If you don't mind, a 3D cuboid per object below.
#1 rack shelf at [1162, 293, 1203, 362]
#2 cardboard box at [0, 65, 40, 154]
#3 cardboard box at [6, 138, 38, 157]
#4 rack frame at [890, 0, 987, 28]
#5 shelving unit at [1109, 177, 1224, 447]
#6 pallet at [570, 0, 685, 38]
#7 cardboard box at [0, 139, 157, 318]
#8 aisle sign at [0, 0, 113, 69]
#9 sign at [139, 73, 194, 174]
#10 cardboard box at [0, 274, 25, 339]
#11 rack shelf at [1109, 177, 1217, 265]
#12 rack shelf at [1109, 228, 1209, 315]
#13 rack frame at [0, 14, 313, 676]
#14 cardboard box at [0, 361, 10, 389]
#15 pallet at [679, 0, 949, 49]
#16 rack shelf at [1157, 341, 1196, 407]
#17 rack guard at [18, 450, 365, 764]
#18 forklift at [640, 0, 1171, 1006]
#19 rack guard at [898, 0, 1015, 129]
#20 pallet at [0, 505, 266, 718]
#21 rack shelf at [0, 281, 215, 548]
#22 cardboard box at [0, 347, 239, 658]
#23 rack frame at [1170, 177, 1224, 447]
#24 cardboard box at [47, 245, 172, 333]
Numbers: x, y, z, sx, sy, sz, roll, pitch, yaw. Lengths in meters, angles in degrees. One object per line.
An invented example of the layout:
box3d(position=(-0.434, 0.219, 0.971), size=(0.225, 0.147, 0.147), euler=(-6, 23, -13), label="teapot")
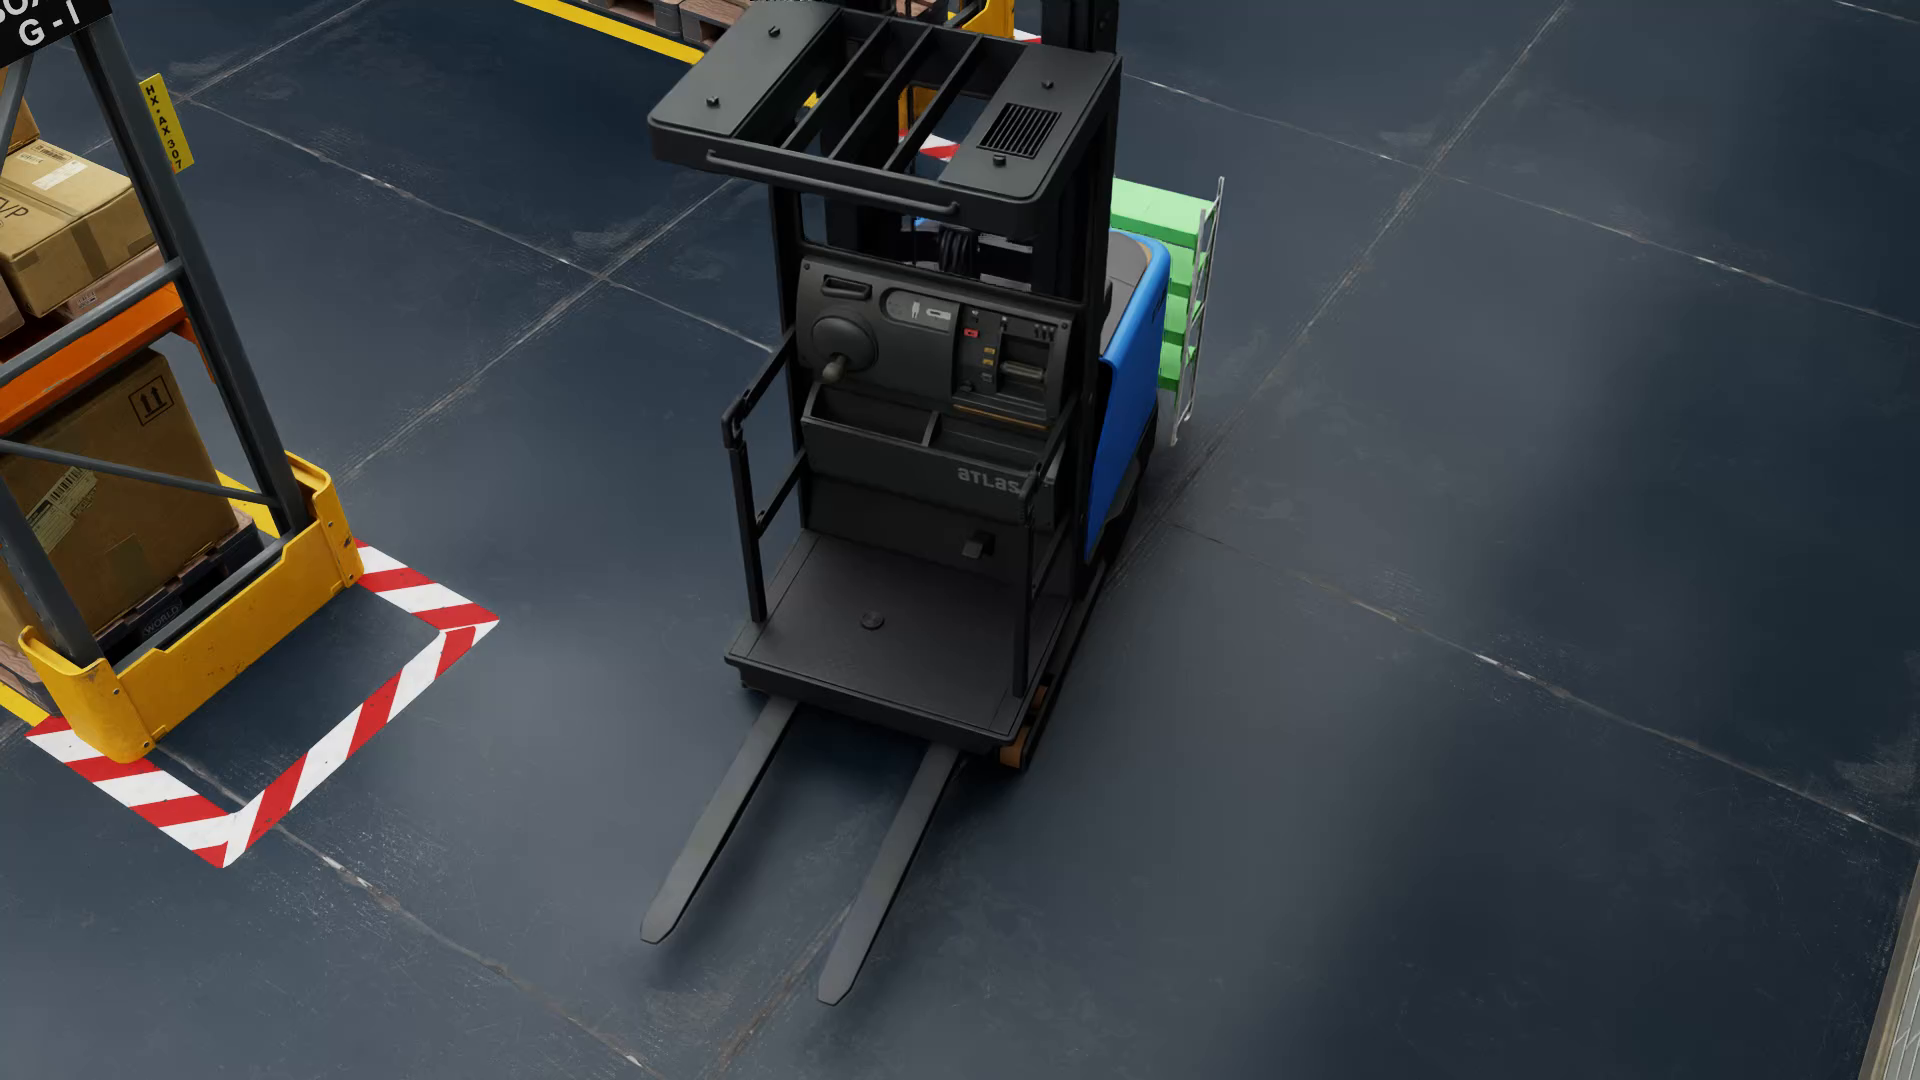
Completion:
box3d(position=(0.741, -0.931, 6.904), size=(0.480, 0.148, 0.258), euler=(18, 48, 17), label="rack shelf")
box3d(position=(-3.508, -1.507, 5.497), size=(0.500, 0.500, 0.500), euler=(24, 50, 21), label="cardboard box")
box3d(position=(-3.528, -1.250, 5.770), size=(0.500, 0.250, 0.500), euler=(24, 51, 22), label="cardboard box")
box3d(position=(-0.155, -3.642, 8.198), size=(0.127, 3.000, 1.000), euler=(25, 51, 22), label="rack frame")
box3d(position=(0.741, -0.976, 6.859), size=(0.503, 1.200, 0.258), euler=(18, 48, 17), label="shelving unit")
box3d(position=(-1.851, -3.486, 9.990), size=(1.213, 0.211, 1.003), euler=(25, 51, 22), label="pallet")
box3d(position=(-3.087, -1.052, 5.578), size=(0.500, 0.250, 0.500), euler=(23, 50, 21), label="cardboard box")
box3d(position=(-2.606, -1.711, 4.509), size=(0.004, 0.787, 0.394), euler=(25, 51, 22), label="aisle sign")
box3d(position=(-2.524, -1.314, 5.277), size=(0.005, 0.325, 0.100), euler=(25, 51, 22), label="sign")
box3d(position=(-3.380, -0.731, 5.266), size=(0.500, 0.250, 0.500), euler=(24, 50, 22), label="cardboard box")
box3d(position=(0.744, -1.270, 6.565), size=(0.480, 0.148, 0.258), euler=(18, 48, 17), label="rack shelf")
box3d(position=(0.743, -1.101, 6.734), size=(0.480, 0.148, 0.258), euler=(18, 48, 17), label="rack shelf")
box3d(position=(-2.829, -0.652, 5.292), size=(0.127, 3.000, 1.000), euler=(25, 51, 22), label="rack frame")
box3d(position=(-3.307, -0.504, 5.323), size=(0.250, 0.149, 0.380), euler=(26, 51, 23), label="cardboard box")
box3d(position=(-0.828, -3.013, 9.531), size=(1.213, 0.211, 1.003), euler=(25, 51, 22), label="pallet")
box3d(position=(0.739, -0.761, 7.073), size=(0.480, 0.148, 0.258), euler=(18, 48, 17), label="rack shelf")
box3d(position=(-2.809, 0.228, 6.180), size=(0.348, 0.500, 1.175), euler=(25, 51, 22), label="rack guard")
box3d(position=(-0.166, -0.548, 5.239), size=(1.130, 2.935, 3.031), euler=(15, 48, 14), label="forklift")
box3d(position=(-0.128, -2.770, 9.093), size=(0.348, 0.500, 1.175), euler=(25, 51, 22), label="rack guard")
box3d(position=(-3.544, 0.057, 6.547), size=(1.213, 0.211, 1.003), euler=(25, 51, 22), label="pallet")
box3d(position=(-4.512, -1.176, 6.303), size=(4.000, 0.370, 1.077), euler=(25, 51, 22), label="rack shelf")
box3d(position=(-3.411, -0.258, 6.097), size=(0.875, 0.875, 0.875), euler=(25, 51, 22), label="cardboard box")
box3d(position=(0.964, -0.904, 6.788), size=(0.015, 1.200, 0.240), euler=(18, 48, 17), label="rack frame")
box3d(position=(-2.950, -0.901, 5.709), size=(0.250, 0.149, 0.380), euler=(25, 51, 23), label="cardboard box")
